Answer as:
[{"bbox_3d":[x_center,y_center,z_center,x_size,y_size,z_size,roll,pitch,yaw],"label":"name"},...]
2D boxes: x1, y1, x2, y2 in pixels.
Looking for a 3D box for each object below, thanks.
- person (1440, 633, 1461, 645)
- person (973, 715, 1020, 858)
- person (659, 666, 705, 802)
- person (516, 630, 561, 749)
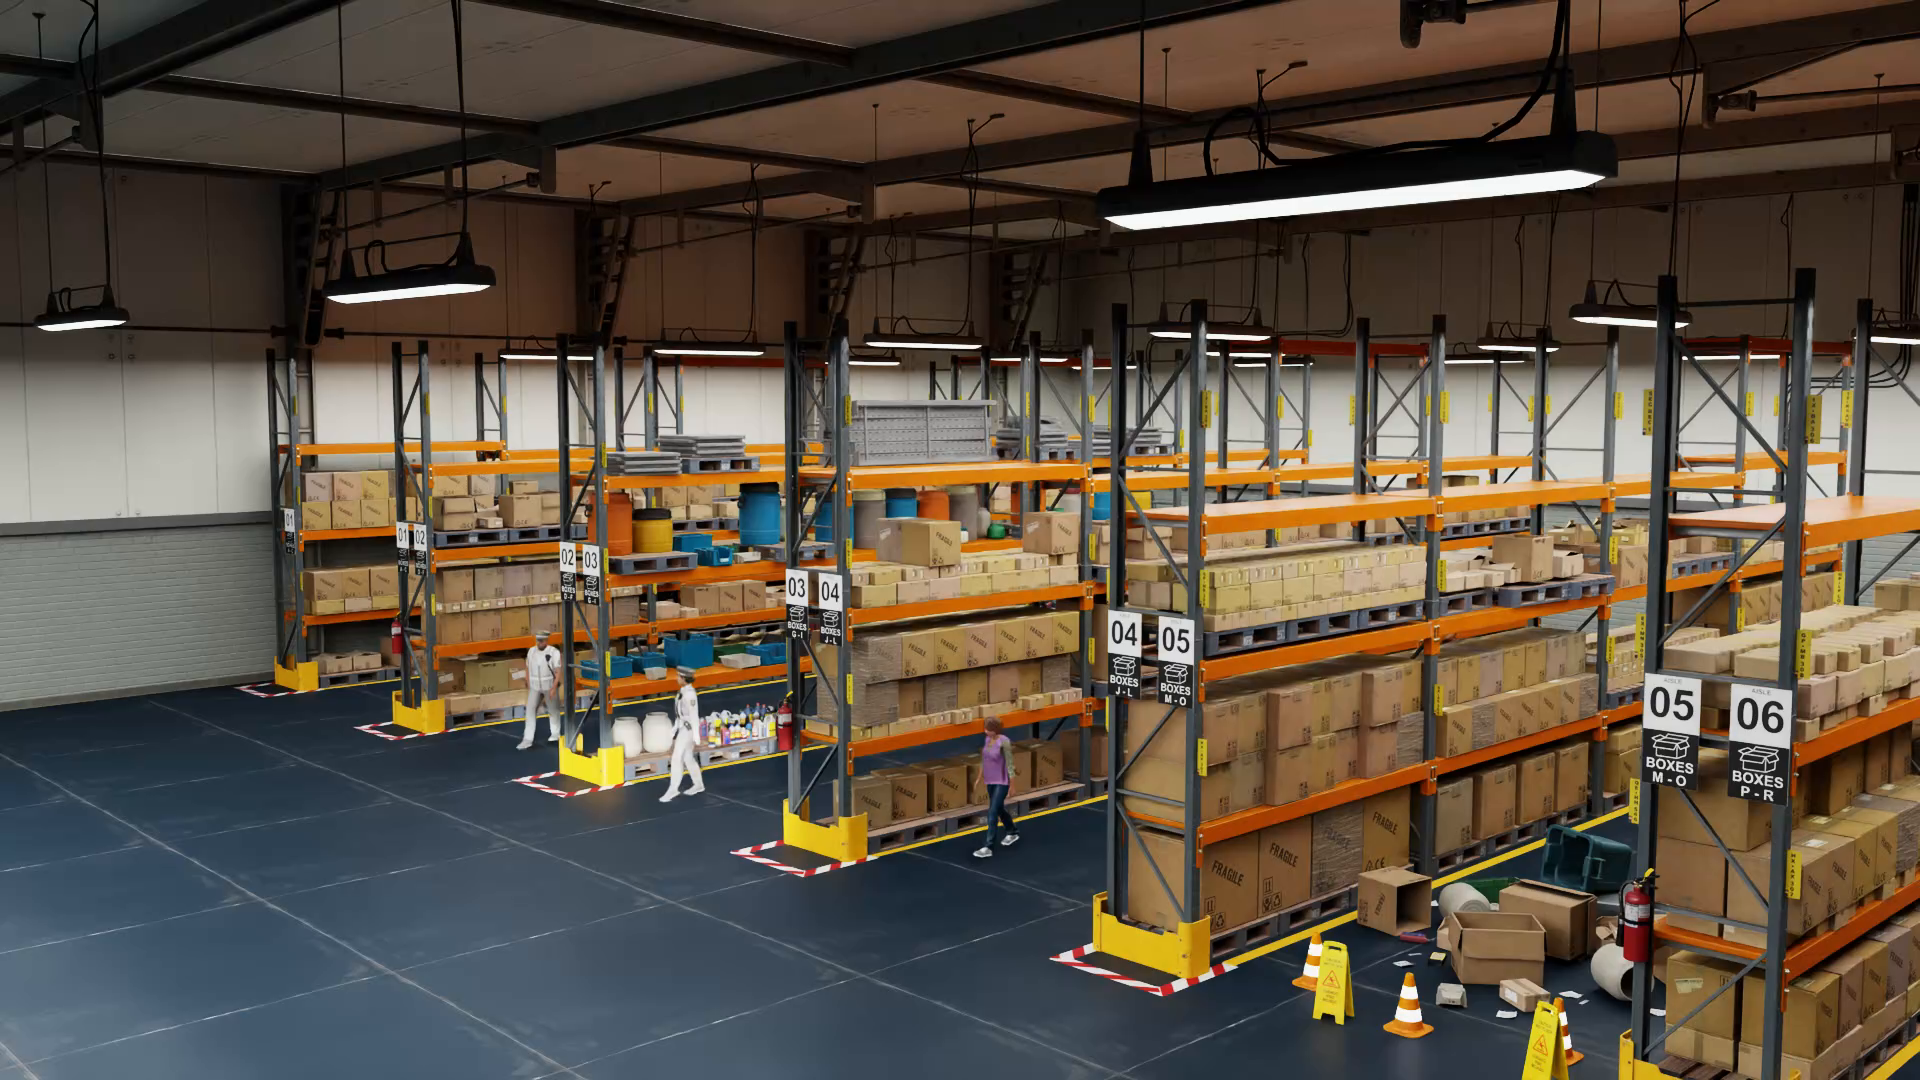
[{"bbox_3d":[7.677,2.122,25.568,0.632,1.685,0.752,-4,6,-37],"label":"person"},{"bbox_3d":[0.402,2.753,18.833,0.839,1.553,0.450,-4,6,-37],"label":"person"},{"bbox_3d":[-3.615,2.477,21.501,0.615,1.690,0.591,-1,5,-14],"label":"person"},{"bbox_3d":[-6.163,2.171,24.498,0.566,1.697,0.982,0,5,-1],"label":"person"}]
